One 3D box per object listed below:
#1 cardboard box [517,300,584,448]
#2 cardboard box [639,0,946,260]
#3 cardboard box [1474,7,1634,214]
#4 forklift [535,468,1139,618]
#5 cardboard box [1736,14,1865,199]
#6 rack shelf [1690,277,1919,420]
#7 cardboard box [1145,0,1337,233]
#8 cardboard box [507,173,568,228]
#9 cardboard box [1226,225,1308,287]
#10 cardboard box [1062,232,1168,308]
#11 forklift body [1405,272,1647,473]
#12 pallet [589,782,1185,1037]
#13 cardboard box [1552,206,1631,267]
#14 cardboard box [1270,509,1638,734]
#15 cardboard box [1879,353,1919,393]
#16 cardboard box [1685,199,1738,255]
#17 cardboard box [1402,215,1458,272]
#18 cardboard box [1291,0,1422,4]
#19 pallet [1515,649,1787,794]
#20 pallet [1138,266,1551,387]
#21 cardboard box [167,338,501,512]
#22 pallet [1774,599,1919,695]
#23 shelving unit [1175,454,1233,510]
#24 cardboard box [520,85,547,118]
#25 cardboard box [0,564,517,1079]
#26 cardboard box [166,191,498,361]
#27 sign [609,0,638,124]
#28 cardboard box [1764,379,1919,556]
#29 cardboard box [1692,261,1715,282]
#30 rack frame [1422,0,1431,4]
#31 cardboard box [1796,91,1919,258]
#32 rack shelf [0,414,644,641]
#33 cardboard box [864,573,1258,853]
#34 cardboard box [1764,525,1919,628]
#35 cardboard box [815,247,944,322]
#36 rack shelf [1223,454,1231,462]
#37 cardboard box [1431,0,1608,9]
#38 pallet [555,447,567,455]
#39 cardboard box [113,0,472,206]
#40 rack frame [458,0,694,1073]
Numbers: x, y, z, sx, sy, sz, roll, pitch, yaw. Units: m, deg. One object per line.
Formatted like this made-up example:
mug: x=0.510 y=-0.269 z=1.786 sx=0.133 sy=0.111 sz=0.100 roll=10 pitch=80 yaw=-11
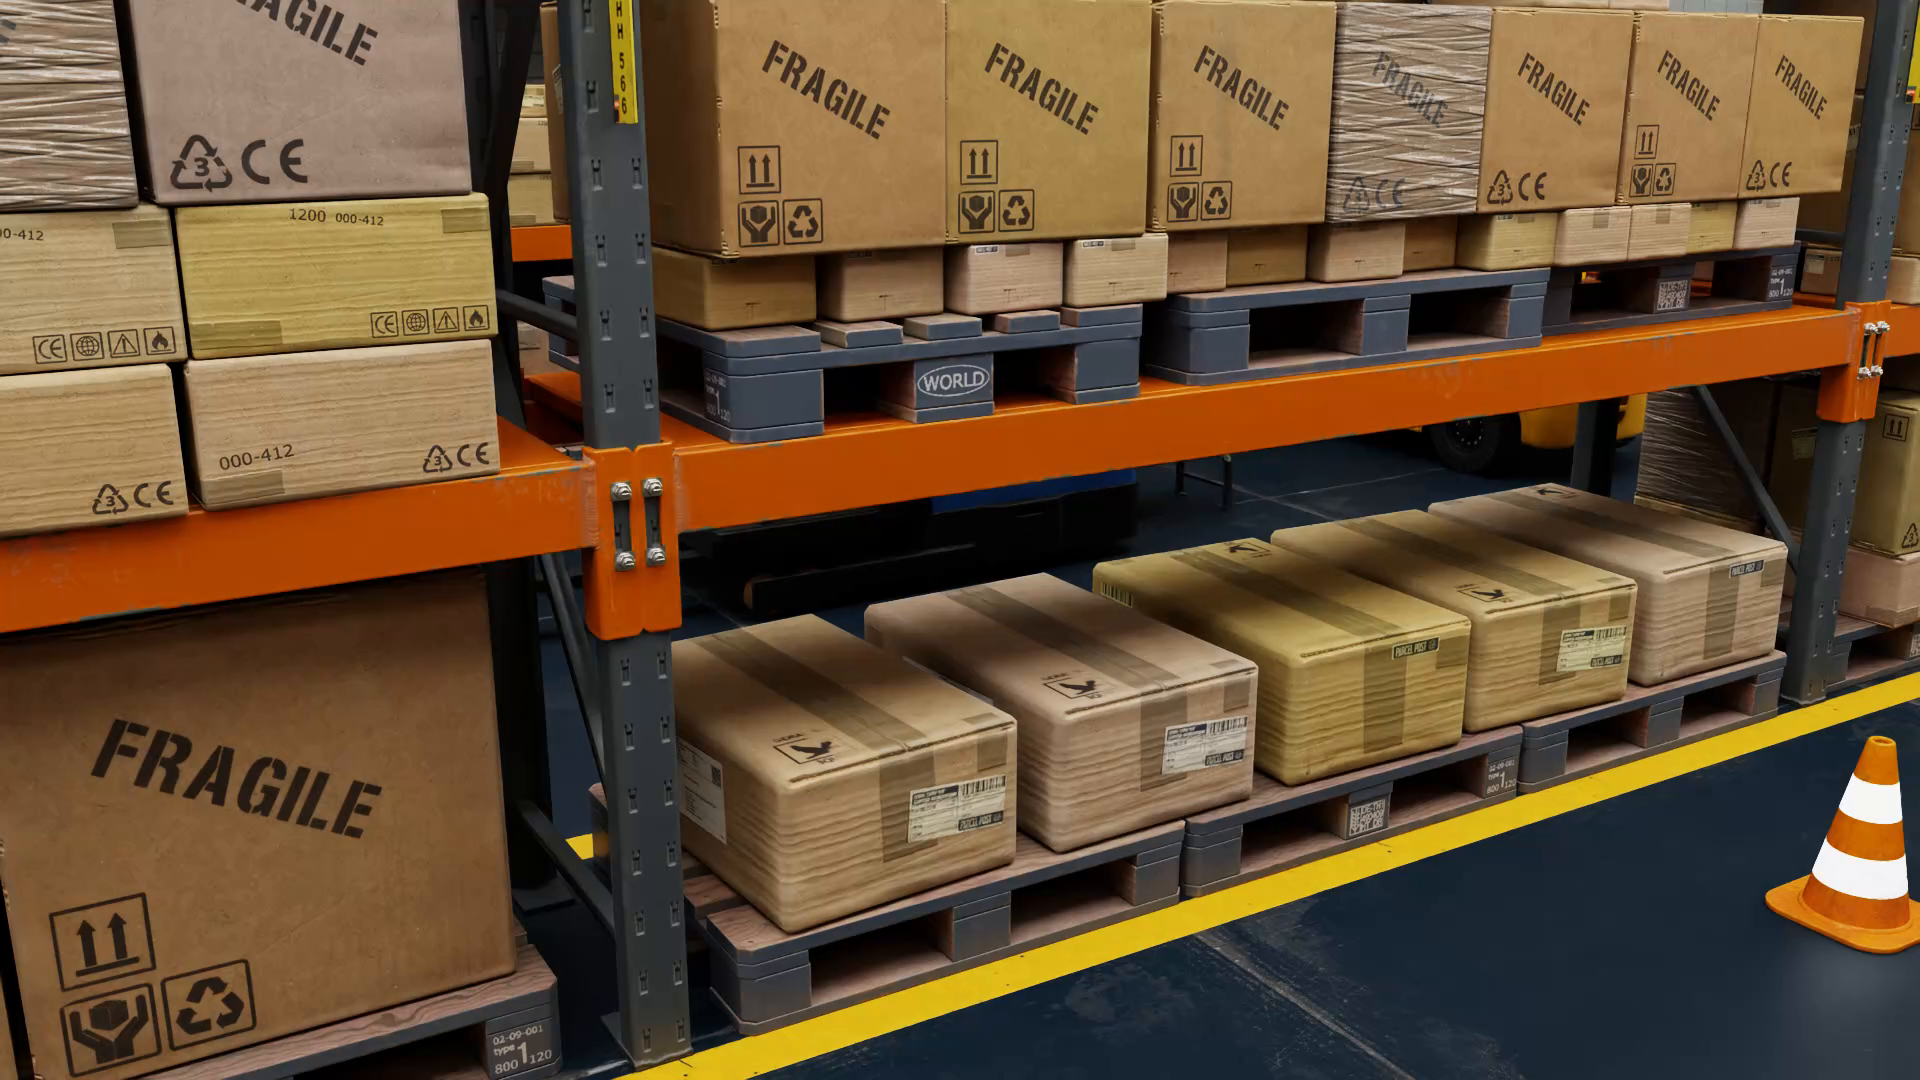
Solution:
cardboard box: x=-2.337 y=-0.844 z=8.483 sx=0.625 sy=0.625 sz=0.875 roll=-9 pitch=18 yaw=-28
cardboard box: x=-0.371 y=-0.863 z=3.418 sx=0.500 sy=0.500 sz=0.500 roll=-10 pitch=18 yaw=-31
cardboard box: x=1.405 y=-1.153 z=4.453 sx=0.500 sy=0.500 sz=0.500 roll=-9 pitch=18 yaw=-28
forklift: x=-0.756 y=-1.277 z=6.534 sx=3.031 sy=2.935 sz=1.130 roll=-9 pitch=18 yaw=-30
cardboard box: x=2.275 y=-1.293 z=4.950 sx=0.500 sy=0.500 sz=0.500 roll=-10 pitch=18 yaw=-31
rack shelf: x=4.267 y=-0.948 z=6.568 sx=4.000 sy=0.370 sz=1.077 roll=-9 pitch=18 yaw=-30
cardboard box: x=0.524 y=-1.013 z=3.951 sx=0.500 sy=0.500 sz=0.500 roll=-9 pitch=18 yaw=-29
cardboard box: x=-2.057 y=-1.683 z=8.136 sx=0.500 sy=0.250 sz=0.500 roll=-10 pitch=18 yaw=-31
cardboard box: x=0.651 y=-0.736 z=4.166 sx=0.250 sy=0.149 sz=0.380 roll=-8 pitch=18 yaw=-28
cardboard box: x=0.263 y=-0.636 z=3.810 sx=0.250 sy=0.149 sz=0.380 roll=-9 pitch=18 yaw=-29
forklift body: x=2.736 y=-1.626 z=9.226 sx=1.214 sy=2.155 sz=2.313 roll=-9 pitch=18 yaw=-30
pallet: x=-0.205 y=0.774 z=4.258 sx=1.213 sy=0.211 sz=1.003 roll=-9 pitch=18 yaw=-30
cardboard box: x=1.600 y=-0.850 z=4.571 sx=0.250 sy=0.149 sz=0.380 roll=-9 pitch=18 yaw=-29
cardboard box: x=1.490 y=0.221 z=5.156 sx=0.625 sy=0.372 sz=0.950 roll=-8 pitch=18 yaw=-26
cardboard box: x=3.336 y=-0.591 z=5.687 sx=0.250 sy=0.149 sz=0.380 roll=-9 pitch=18 yaw=-29
cardboard box: x=2.019 y=-0.930 z=4.857 sx=0.250 sy=0.149 sz=0.380 roll=-10 pitch=18 yaw=-31
cardboard box: x=1.094 y=-0.811 z=4.434 sx=0.250 sy=0.149 sz=0.380 roll=-10 pitch=18 yaw=-32
cardboard box: x=1.090 y=-1.564 z=4.716 sx=0.250 sy=0.149 sz=0.380 roll=-8 pitch=18 yaw=-27
pallet: x=1.886 y=0.435 z=5.468 sx=1.213 sy=0.211 sz=1.003 roll=-9 pitch=18 yaw=-30
pallet: x=0.800 y=-0.653 z=4.537 sx=1.213 sy=0.211 sz=1.003 roll=-9 pitch=18 yaw=-30
cardboard box: x=-1.175 y=-0.258 z=3.051 sx=0.500 sy=0.250 sz=0.500 roll=-10 pitch=18 yaw=-32
pallet: x=3.111 y=0.224 z=6.218 sx=1.213 sy=0.211 sz=1.003 roll=-9 pitch=18 yaw=-30
shelving unit: x=0.865 y=-0.861 z=7.703 sx=0.755 sy=1.500 sz=0.431 roll=-9 pitch=18 yaw=-30
cardboard box: x=-2.158 y=-2.105 z=7.976 sx=0.250 sy=0.149 sz=0.380 roll=-9 pitch=18 yaw=-29
cardboard box: x=-1.511 y=0.437 z=3.452 sx=0.875 sy=0.875 sz=0.875 roll=-9 pitch=18 yaw=-30
cardboard box: x=-1.160 y=-0.503 z=2.999 sx=0.500 sy=0.250 sz=0.500 roll=-9 pitch=18 yaw=-30
sign: x=-0.587 y=-0.890 z=2.883 sx=0.005 sy=0.325 sz=0.100 roll=-9 pitch=18 yaw=-30
cardboard box: x=3.198 y=-0.276 z=5.762 sx=0.500 sy=0.500 sz=0.500 roll=-8 pitch=18 yaw=-27
cardboard box: x=2.672 y=-1.011 z=5.924 sx=0.250 sy=0.149 sz=0.380 roll=-9 pitch=18 yaw=-30
rack frame: x=3.422 y=-2.721 z=11.558 sx=0.127 sy=3.000 sz=1.000 roll=-9 pitch=18 yaw=-30
cardboard box: x=3.074 y=-1.205 z=5.414 sx=0.500 sy=0.500 sz=0.500 roll=-9 pitch=18 yaw=-30
rack shelf: x=-2.590 y=0.164 z=2.601 sx=4.000 sy=0.370 sz=1.077 roll=-9 pitch=18 yaw=-30
cardboard box: x=0.242 y=0.422 z=4.438 sx=0.625 sy=0.372 sz=0.950 roll=-10 pitch=18 yaw=-31
cardboard box: x=3.198 y=0.086 z=5.863 sx=0.500 sy=0.250 sz=0.500 roll=-10 pitch=19 yaw=-32
cardboard box: x=-0.242 y=-0.576 z=3.593 sx=0.250 sy=0.149 sz=0.380 roll=-11 pitch=19 yaw=-33
rack shelf: x=0.865 y=-0.547 z=7.791 sx=0.720 sy=0.370 sz=0.431 roll=-9 pitch=18 yaw=-30
cardboard box: x=1.467 y=-1.464 z=4.358 sx=0.250 sy=0.149 sz=0.380 roll=-10 pitch=19 yaw=-32
pallet: x=-2.709 y=-0.371 z=8.343 sx=1.213 sy=0.211 sz=1.003 roll=-9 pitch=18 yaw=-30
cardboard box: x=-1.184 y=-0.858 z=2.875 sx=0.500 sy=0.500 sz=0.500 roll=-10 pitch=18 yaw=-31
rack frame: x=-0.876 y=-0.461 z=3.496 sx=0.127 sy=3.000 sz=1.000 roll=-9 pitch=18 yaw=-30
